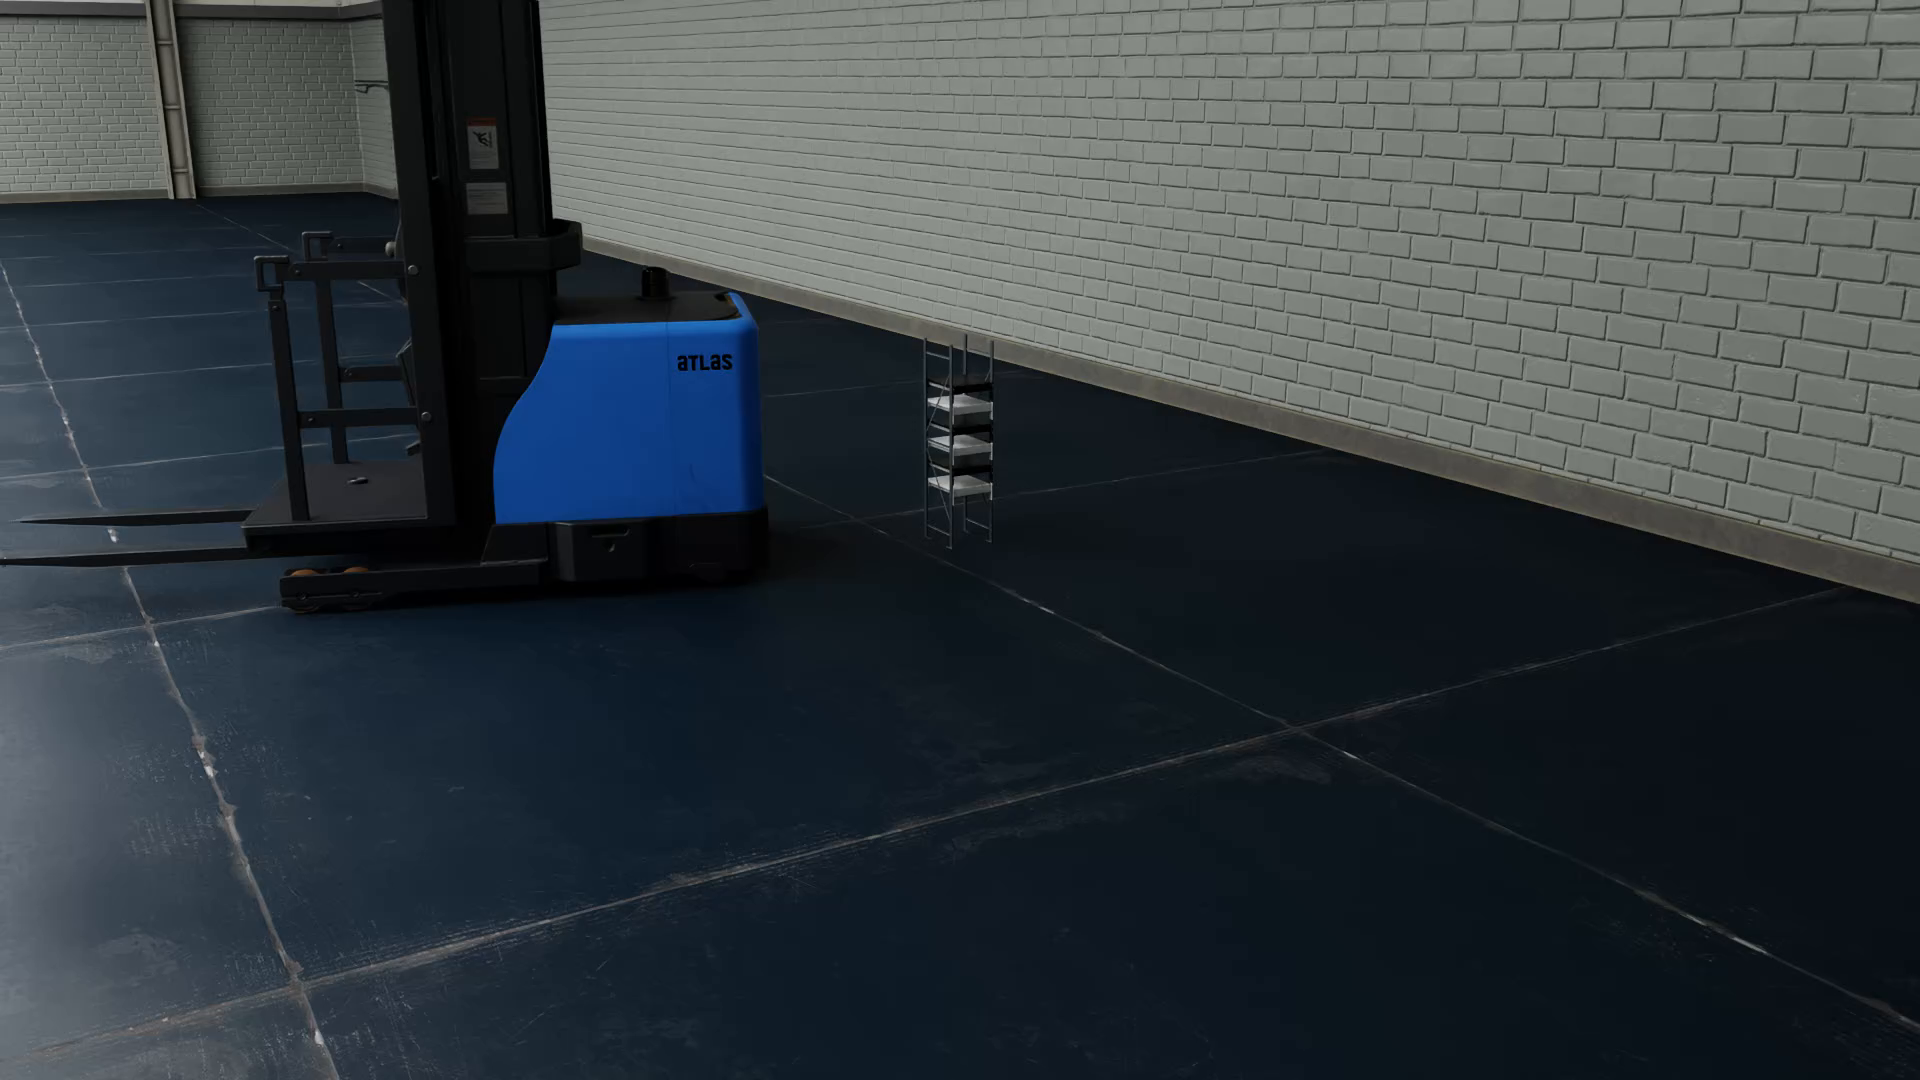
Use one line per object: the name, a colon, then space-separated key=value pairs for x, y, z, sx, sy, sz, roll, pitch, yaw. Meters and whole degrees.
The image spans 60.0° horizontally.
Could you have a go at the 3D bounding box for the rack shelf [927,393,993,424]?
rack shelf: x=-0.007 y=-0.573 z=7.245 sx=0.200 sy=0.077 sz=0.258 roll=-9 pitch=18 yaw=-30

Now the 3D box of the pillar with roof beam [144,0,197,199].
pillar with roof beam: x=-10.791 y=-9.059 z=23.053 sx=0.400 sy=9.000 sz=9.100 roll=-9 pitch=18 yaw=-30

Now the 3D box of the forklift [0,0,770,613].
forklift: x=-2.350 y=-1.284 z=6.560 sx=3.031 sy=2.935 sz=1.130 roll=-3 pitch=16 yaw=-11

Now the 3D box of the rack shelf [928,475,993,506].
rack shelf: x=-0.007 y=-0.227 z=7.342 sx=0.200 sy=0.077 sz=0.258 roll=-9 pitch=18 yaw=-30

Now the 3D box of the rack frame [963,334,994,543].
rack frame: x=0.080 y=-0.446 z=7.335 sx=0.006 sy=0.900 sz=0.240 roll=-9 pitch=18 yaw=-30

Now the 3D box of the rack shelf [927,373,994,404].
rack shelf: x=-0.007 y=-0.660 z=7.220 sx=0.200 sy=0.077 sz=0.258 roll=-9 pitch=18 yaw=-30

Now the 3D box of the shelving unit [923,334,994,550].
shelving unit: x=-0.007 y=-0.432 z=7.284 sx=0.210 sy=0.900 sz=0.258 roll=-9 pitch=18 yaw=-30

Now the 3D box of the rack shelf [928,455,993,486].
rack shelf: x=-0.007 y=-0.313 z=7.318 sx=0.200 sy=0.077 sz=0.258 roll=-9 pitch=18 yaw=-30

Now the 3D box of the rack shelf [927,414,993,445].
rack shelf: x=-0.007 y=-0.487 z=7.269 sx=0.200 sy=0.077 sz=0.258 roll=-9 pitch=18 yaw=-30

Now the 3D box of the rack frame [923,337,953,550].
rack frame: x=-0.094 y=-0.418 z=7.234 sx=0.006 sy=0.900 sz=0.240 roll=-9 pitch=18 yaw=-30

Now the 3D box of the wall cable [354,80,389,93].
wall cable: x=-9.802 y=-8.663 z=27.395 sx=0.112 sy=2.526 sz=3.097 roll=-9 pitch=18 yaw=-30

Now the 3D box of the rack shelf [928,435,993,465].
rack shelf: x=-0.007 y=-0.400 z=7.293 sx=0.200 sy=0.077 sz=0.258 roll=-9 pitch=18 yaw=-30
